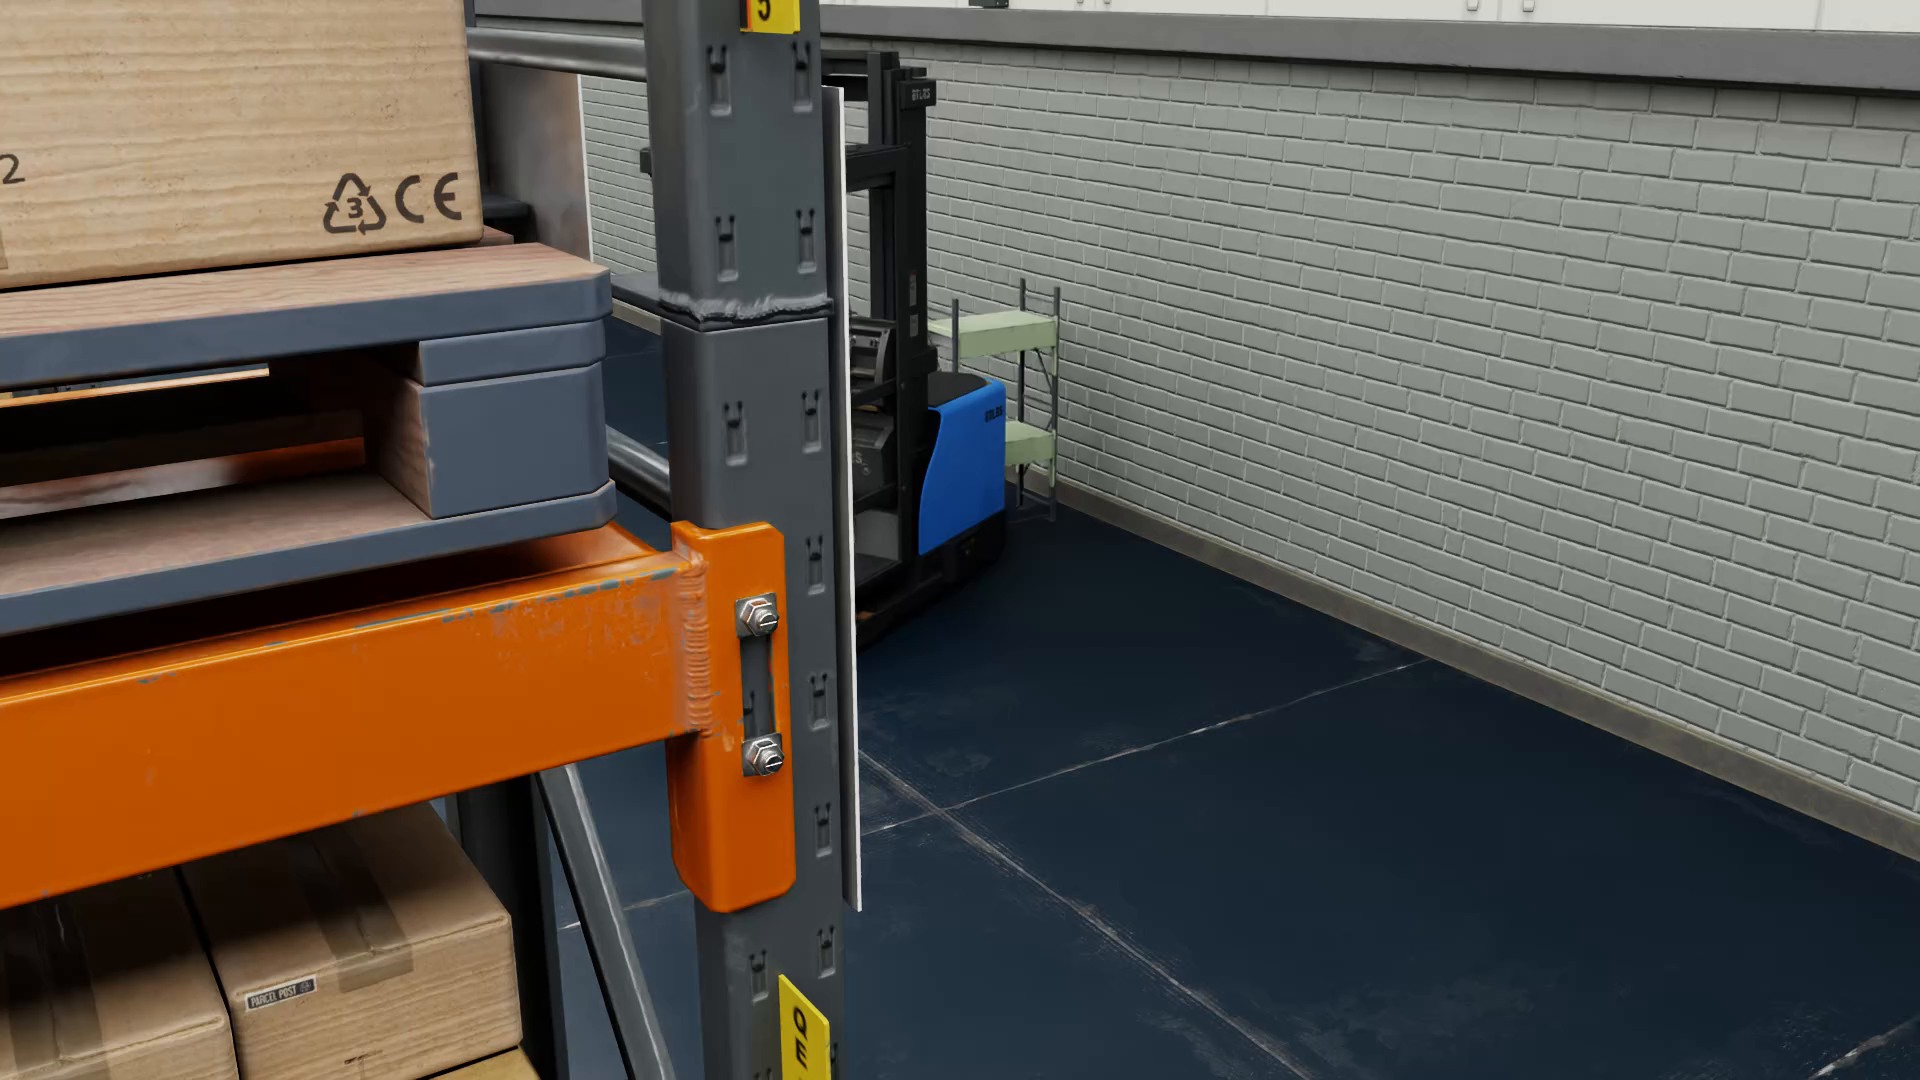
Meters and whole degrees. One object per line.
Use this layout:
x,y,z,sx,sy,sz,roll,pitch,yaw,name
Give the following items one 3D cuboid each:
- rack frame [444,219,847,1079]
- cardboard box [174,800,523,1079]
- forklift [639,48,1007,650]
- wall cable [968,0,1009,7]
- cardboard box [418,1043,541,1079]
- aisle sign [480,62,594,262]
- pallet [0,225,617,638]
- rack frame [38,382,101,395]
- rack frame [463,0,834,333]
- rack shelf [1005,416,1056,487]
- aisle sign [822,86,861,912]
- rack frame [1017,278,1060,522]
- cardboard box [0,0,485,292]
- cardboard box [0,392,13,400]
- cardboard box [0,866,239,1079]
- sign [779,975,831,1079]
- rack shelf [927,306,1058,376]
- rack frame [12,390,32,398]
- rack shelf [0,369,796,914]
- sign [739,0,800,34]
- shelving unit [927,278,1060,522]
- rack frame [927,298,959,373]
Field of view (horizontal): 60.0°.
-0.438,1.103,2.299,0.127,3.000,1.000,-12,22,-31,rack frame
-0.628,0.391,1.674,0.250,0.149,0.380,-12,22,-31,cardboard box
-0.878,-0.963,8.517,1.130,2.935,3.031,10,21,28,forklift
0.730,-5.988,8.883,0.120,5.999,2.277,-12,22,-31,wall cable
-0.710,0.730,1.683,0.500,0.500,0.500,-11,22,-30,cardboard box
-0.537,-0.219,2.150,0.004,0.787,0.394,-12,22,-31,aisle sign
-1.052,-0.143,1.438,1.213,0.211,1.003,-12,22,-31,pallet
-3.245,-0.203,6.163,0.127,3.000,1.000,-12,22,-31,rack frame
-0.438,-1.739,1.338,0.127,3.000,1.000,-12,22,-31,rack frame
0.183,-0.506,10.417,0.720,0.370,0.431,-12,22,-31,rack shelf
-0.208,-0.058,1.675,0.004,0.787,0.394,-12,22,-31,aisle sign
0.490,-0.878,10.500,0.023,1.500,0.400,-12,22,-31,rack frame
-0.764,-0.390,1.454,0.500,0.250,0.500,-14,23,-36,cardboard box
-3.490,-0.718,5.504,0.500,0.500,0.500,-12,22,-32,cardboard box
-0.827,0.442,1.522,0.250,0.149,0.380,-11,22,-30,cardboard box
-0.151,0.590,1.639,0.005,0.325,0.100,-12,22,-31,sign
0.183,-1.184,10.187,0.720,0.370,0.431,-12,22,-31,rack shelf
-5.888,-1.548,10.140,0.127,3.000,1.000,-12,22,-31,rack frame
-2.108,0.375,0.892,4.000,0.370,1.077,-12,22,-31,rack shelf
-0.151,-0.552,1.253,0.005,0.325,0.100,-12,22,-31,sign
0.183,-0.814,10.312,0.755,1.500,0.431,-12,22,-31,shelving unit
-0.125,-0.751,10.124,0.023,1.500,0.400,-12,22,-31,rack frame
